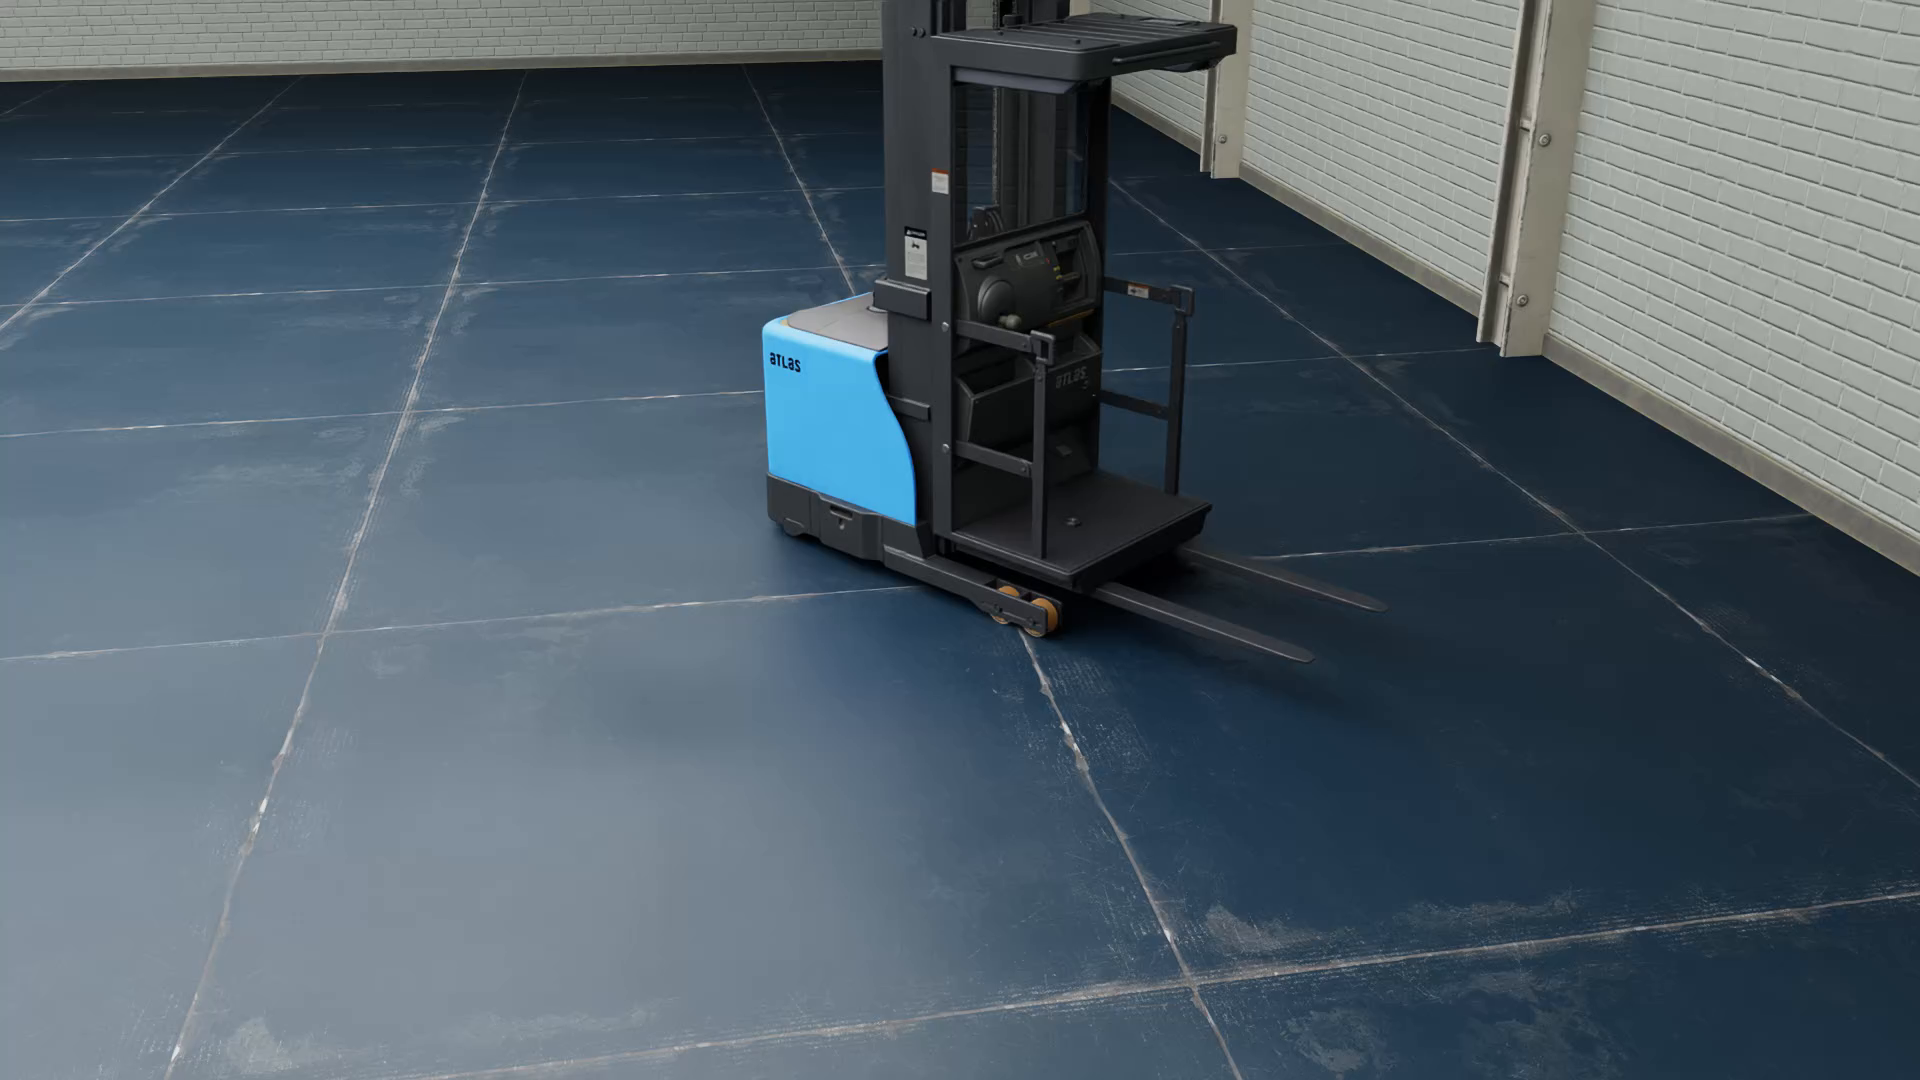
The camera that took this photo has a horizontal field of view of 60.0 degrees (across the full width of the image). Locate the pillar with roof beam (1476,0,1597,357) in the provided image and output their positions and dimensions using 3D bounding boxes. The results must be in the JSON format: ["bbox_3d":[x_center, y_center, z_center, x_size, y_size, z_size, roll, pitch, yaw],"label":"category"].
[{"bbox_3d":[-0.513,-5.107,8.701,9.100,9.000,0.400,-4,24,-10],"label":"pillar with roof beam"}]

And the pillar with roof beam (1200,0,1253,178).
[{"bbox_3d":[-1.623,-7.467,14.105,9.100,9.000,0.400,-4,24,-10],"label":"pillar with roof beam"}]

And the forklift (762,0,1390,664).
[{"bbox_3d":[0.470,-1.156,7.234,3.031,2.935,1.130,20,30,38],"label":"forklift"}]

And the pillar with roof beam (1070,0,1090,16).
[{"bbox_3d":[-2.732,-9.827,19.508,9.100,9.000,0.400,-4,24,-10],"label":"pillar with roof beam"}]
